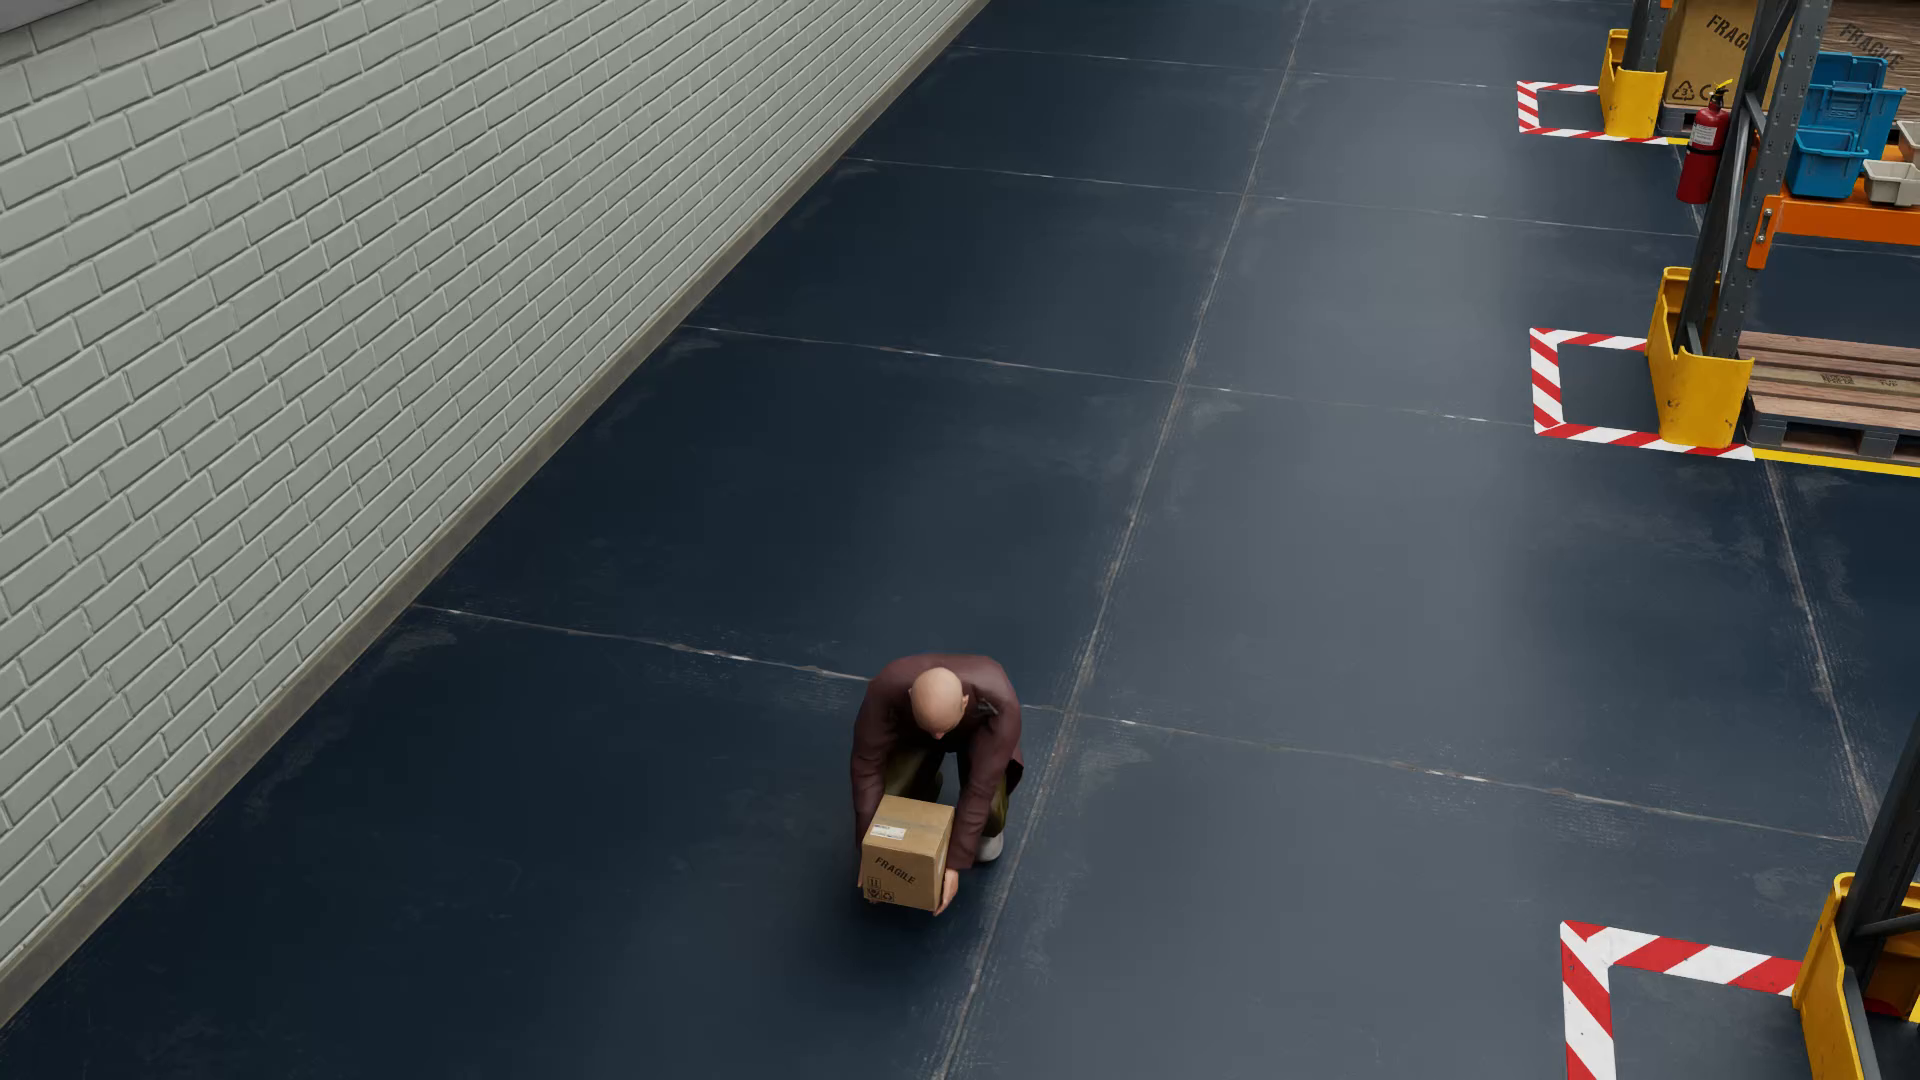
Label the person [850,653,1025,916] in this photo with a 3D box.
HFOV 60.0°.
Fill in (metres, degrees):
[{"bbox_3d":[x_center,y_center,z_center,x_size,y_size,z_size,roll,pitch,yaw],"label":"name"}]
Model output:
[{"bbox_3d":[-0.071,0.728,5.758,0.590,0.979,0.902,8,33,12],"label":"person"}]
